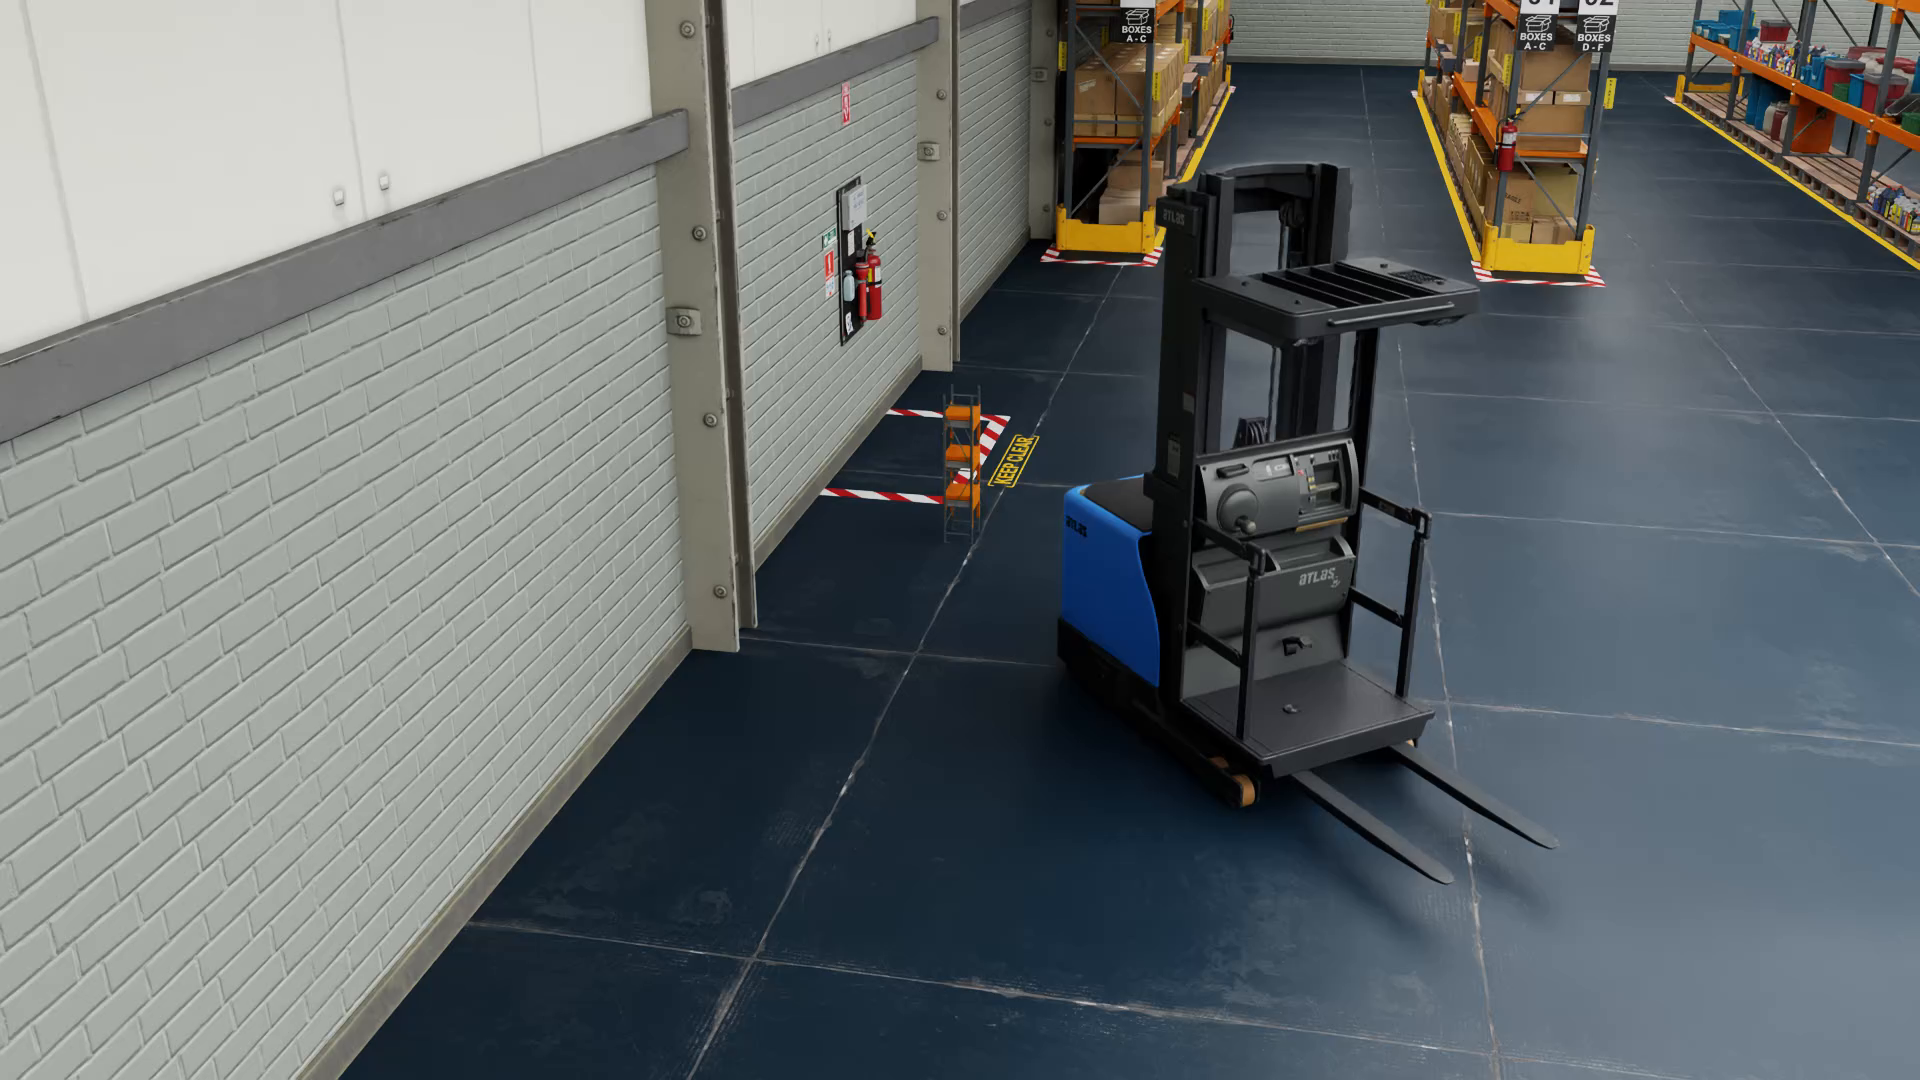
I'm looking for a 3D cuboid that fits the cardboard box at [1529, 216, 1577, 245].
[{"bbox_3d":[6.914,-3.607,19.414,0.500,0.250,0.500,4,22,11],"label":"cardboard box"}]

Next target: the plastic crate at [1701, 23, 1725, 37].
[{"bbox_3d":[14.193,-9.626,31.382,0.416,0.233,0.300,4,22,11],"label":"plastic crate"}]

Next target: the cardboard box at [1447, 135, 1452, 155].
[{"bbox_3d":[7.723,-6.001,25.357,0.500,0.250,0.500,4,22,9],"label":"cardboard box"}]

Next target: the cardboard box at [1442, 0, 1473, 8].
[{"bbox_3d":[8.885,-9.612,29.733,0.500,0.500,0.500,5,22,11],"label":"cardboard box"}]

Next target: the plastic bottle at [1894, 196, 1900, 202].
[{"bbox_3d":[11.648,-4.142,20.686,0.097,0.271,0.097,0,22,0],"label":"plastic bottle"}]

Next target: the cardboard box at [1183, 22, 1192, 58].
[{"bbox_3d":[3.283,-7.889,26.203,0.700,0.500,0.500,2,22,5],"label":"cardboard box"}]

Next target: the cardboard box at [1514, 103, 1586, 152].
[{"bbox_3d":[6.694,-4.725,18.936,0.700,0.500,0.500,4,22,11],"label":"cardboard box"}]

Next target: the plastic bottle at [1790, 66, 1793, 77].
[{"bbox_3d":[12.774,-7.185,25.444,0.097,0.201,0.097,0,22,0],"label":"plastic bottle"}]

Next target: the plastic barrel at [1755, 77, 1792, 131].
[{"bbox_3d":[13.611,-7.283,27.669,0.600,0.901,0.708,4,22,11],"label":"plastic barrel"}]

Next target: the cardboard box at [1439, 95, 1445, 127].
[{"bbox_3d":[8.387,-7.221,28.024,0.500,0.500,0.500,4,22,9],"label":"cardboard box"}]

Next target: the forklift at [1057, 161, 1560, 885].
[{"bbox_3d":[1.679,-0.242,8.031,1.130,2.935,3.031,-11,24,-25],"label":"forklift"}]

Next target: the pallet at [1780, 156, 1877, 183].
[{"bbox_3d":[12.871,-5.482,24.682,1.003,0.211,1.213,4,22,11],"label":"pallet"}]

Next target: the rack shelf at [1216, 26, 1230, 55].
[{"bbox_3d":[4.593,-9.671,32.315,1.077,0.370,4.000,4,22,11],"label":"rack shelf"}]

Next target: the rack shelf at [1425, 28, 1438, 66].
[{"bbox_3d":[9.443,-9.295,31.381,1.077,0.370,4.000,4,22,11],"label":"rack shelf"}]

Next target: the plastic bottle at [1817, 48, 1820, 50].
[{"bbox_3d":[13.867,-7.840,26.971,0.152,0.276,0.135,4,22,11],"label":"plastic bottle"}]

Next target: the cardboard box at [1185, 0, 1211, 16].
[{"bbox_3d":[3.921,-8.878,27.821,0.500,0.250,0.500,5,22,11],"label":"cardboard box"}]

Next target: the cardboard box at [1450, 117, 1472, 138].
[{"bbox_3d":[7.726,-6.252,25.230,0.500,0.311,0.500,4,22,10],"label":"cardboard box"}]

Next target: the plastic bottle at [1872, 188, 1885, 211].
[{"bbox_3d":[11.718,-4.330,21.146,0.152,0.276,0.135,5,23,13],"label":"plastic bottle"}]

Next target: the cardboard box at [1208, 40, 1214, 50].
[{"bbox_3d":[4.271,-8.735,29.336,0.380,0.149,0.250,4,22,11],"label":"cardboard box"}]

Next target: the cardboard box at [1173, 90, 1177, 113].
[{"bbox_3d":[2.555,-5.725,21.726,0.500,0.250,0.500,4,22,11],"label":"cardboard box"}]

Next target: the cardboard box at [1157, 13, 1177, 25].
[{"bbox_3d":[3.276,-8.115,25.897,0.380,0.149,0.250,1,22,2],"label":"cardboard box"}]

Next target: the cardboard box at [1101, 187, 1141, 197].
[{"bbox_3d":[2.082,-4.297,21.017,0.500,0.311,0.500,6,23,15],"label":"cardboard box"}]

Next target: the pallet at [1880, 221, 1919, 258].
[{"bbox_3d":[11.826,-3.609,20.033,1.003,0.211,1.213,4,22,11],"label":"pallet"}]

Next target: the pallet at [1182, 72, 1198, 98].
[{"bbox_3d":[2.851,-6.527,23.803,1.003,0.211,1.213,4,22,11],"label":"pallet"}]

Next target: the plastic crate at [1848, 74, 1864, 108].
[{"bbox_3d":[12.172,-6.012,22.289,0.392,0.384,0.575,4,22,11],"label":"plastic crate"}]

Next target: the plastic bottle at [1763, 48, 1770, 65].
[{"bbox_3d":[13.129,-7.855,27.014,0.097,0.271,0.097,0,22,0],"label":"plastic bottle"}]

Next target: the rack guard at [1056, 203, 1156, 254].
[{"bbox_3d":[1.752,-3.753,20.004,1.175,0.500,0.348,4,22,11],"label":"rack guard"}]

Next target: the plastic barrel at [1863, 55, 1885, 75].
[{"bbox_3d":[12.980,-6.561,23.479,0.421,0.512,0.421,0,22,0],"label":"plastic barrel"}]

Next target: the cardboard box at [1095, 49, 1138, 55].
[{"bbox_3d":[2.036,-6.109,21.677,0.500,0.500,0.500,5,22,12],"label":"cardboard box"}]

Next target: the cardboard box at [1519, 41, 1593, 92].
[{"bbox_3d":[6.705,-5.346,18.742,0.700,0.500,0.500,5,22,11],"label":"cardboard box"}]

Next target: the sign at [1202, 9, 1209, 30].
[{"bbox_3d":[3.902,-8.273,26.437,0.100,0.325,0.005,4,22,11],"label":"sign"}]

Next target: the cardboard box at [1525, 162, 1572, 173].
[{"bbox_3d":[7.103,-4.322,20.184,0.500,0.500,0.500,4,22,11],"label":"cardboard box"}]

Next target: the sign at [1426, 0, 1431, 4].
[{"bbox_3d":[9.320,-10.803,33.004,0.100,0.325,0.005,4,22,11],"label":"sign"}]

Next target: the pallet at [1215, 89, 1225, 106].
[{"bbox_3d":[4.663,-8.700,32.673,1.003,0.211,1.213,4,22,11],"label":"pallet"}]

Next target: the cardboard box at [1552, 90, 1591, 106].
[{"bbox_3d":[6.877,-4.983,18.709,0.380,0.149,0.250,4,22,11],"label":"cardboard box"}]

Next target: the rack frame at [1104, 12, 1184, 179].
[{"bbox_3d":[2.552,-6.348,23.100,1.000,3.000,0.127,4,22,11],"label":"rack frame"}]

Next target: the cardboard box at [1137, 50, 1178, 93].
[{"bbox_3d":[2.549,-6.073,21.587,0.500,0.500,0.500,4,22,9],"label":"cardboard box"}]

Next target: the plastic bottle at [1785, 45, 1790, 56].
[{"bbox_3d":[13.994,-8.260,28.114,0.097,0.201,0.097,0,22,0],"label":"plastic bottle"}]

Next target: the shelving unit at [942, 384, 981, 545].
[{"bbox_3d":[0.011,-0.507,11.206,0.215,1.050,0.252,4,22,11],"label":"shelving unit"}]

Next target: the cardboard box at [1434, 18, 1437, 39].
[{"bbox_3d":[9.092,-9.523,30.850,0.500,0.500,0.500,5,22,12],"label":"cardboard box"}]

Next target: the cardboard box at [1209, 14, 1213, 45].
[{"bbox_3d":[4.035,-8.726,28.446,0.500,0.500,0.500,5,22,12],"label":"cardboard box"}]

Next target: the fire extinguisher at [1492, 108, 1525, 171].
[{"bbox_3d":[6.108,-4.465,18.529,0.296,0.674,0.183,4,22,11],"label":"fire extinguisher"}]

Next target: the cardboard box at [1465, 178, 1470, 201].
[{"bbox_3d":[6.904,-4.562,21.784,0.500,0.250,0.500,4,22,11],"label":"cardboard box"}]

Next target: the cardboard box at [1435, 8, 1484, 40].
[{"bbox_3d":[8.719,-8.982,28.946,0.700,0.500,0.500,-3,22,-7],"label":"cardboard box"}]

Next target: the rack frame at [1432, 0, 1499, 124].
[{"bbox_3d":[9.035,-8.897,29.431,1.000,3.000,0.127,4,22,11],"label":"rack frame"}]

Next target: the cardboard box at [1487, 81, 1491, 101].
[{"bbox_3d":[7.460,-6.085,22.649,0.500,0.250,0.500,6,23,14],"label":"cardboard box"}]

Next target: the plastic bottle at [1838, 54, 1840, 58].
[{"bbox_3d":[13.685,-7.434,25.954,0.061,0.283,0.133,4,22,11],"label":"plastic bottle"}]

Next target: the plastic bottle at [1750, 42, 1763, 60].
[{"bbox_3d":[13.341,-8.187,27.832,0.152,0.276,0.135,4,22,11],"label":"plastic bottle"}]

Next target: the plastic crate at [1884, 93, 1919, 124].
[{"bbox_3d":[12.020,-5.382,20.785,0.767,0.338,0.504,4,22,11],"label":"plastic crate"}]

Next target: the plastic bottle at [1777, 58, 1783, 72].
[{"bbox_3d":[12.940,-7.483,26.184,0.097,0.201,0.097,0,22,0],"label":"plastic bottle"}]

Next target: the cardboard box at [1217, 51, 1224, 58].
[{"bbox_3d":[5.108,-9.748,33.459,0.380,0.149,0.250,4,22,10],"label":"cardboard box"}]

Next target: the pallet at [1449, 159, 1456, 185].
[{"bbox_3d":[7.762,-5.398,24.474,1.003,0.211,1.213,4,22,11],"label":"pallet"}]

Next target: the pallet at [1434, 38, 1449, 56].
[{"bbox_3d":[8.765,-8.524,28.761,1.003,0.211,1.213,4,22,11],"label":"pallet"}]

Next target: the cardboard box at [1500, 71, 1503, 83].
[{"bbox_3d":[6.846,-5.669,20.411,0.380,0.149,0.250,4,22,10],"label":"cardboard box"}]

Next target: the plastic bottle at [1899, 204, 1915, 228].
[{"bbox_3d":[11.487,-3.916,20.120,0.152,0.276,0.135,4,22,9],"label":"plastic bottle"}]

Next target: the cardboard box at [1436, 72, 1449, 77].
[{"bbox_3d":[9.413,-8.631,31.522,0.797,0.503,0.637,4,22,11],"label":"cardboard box"}]

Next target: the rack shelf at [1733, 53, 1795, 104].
[{"bbox_3d":[13.475,-7.453,26.808,1.077,0.370,4.000,4,22,11],"label":"rack shelf"}]
